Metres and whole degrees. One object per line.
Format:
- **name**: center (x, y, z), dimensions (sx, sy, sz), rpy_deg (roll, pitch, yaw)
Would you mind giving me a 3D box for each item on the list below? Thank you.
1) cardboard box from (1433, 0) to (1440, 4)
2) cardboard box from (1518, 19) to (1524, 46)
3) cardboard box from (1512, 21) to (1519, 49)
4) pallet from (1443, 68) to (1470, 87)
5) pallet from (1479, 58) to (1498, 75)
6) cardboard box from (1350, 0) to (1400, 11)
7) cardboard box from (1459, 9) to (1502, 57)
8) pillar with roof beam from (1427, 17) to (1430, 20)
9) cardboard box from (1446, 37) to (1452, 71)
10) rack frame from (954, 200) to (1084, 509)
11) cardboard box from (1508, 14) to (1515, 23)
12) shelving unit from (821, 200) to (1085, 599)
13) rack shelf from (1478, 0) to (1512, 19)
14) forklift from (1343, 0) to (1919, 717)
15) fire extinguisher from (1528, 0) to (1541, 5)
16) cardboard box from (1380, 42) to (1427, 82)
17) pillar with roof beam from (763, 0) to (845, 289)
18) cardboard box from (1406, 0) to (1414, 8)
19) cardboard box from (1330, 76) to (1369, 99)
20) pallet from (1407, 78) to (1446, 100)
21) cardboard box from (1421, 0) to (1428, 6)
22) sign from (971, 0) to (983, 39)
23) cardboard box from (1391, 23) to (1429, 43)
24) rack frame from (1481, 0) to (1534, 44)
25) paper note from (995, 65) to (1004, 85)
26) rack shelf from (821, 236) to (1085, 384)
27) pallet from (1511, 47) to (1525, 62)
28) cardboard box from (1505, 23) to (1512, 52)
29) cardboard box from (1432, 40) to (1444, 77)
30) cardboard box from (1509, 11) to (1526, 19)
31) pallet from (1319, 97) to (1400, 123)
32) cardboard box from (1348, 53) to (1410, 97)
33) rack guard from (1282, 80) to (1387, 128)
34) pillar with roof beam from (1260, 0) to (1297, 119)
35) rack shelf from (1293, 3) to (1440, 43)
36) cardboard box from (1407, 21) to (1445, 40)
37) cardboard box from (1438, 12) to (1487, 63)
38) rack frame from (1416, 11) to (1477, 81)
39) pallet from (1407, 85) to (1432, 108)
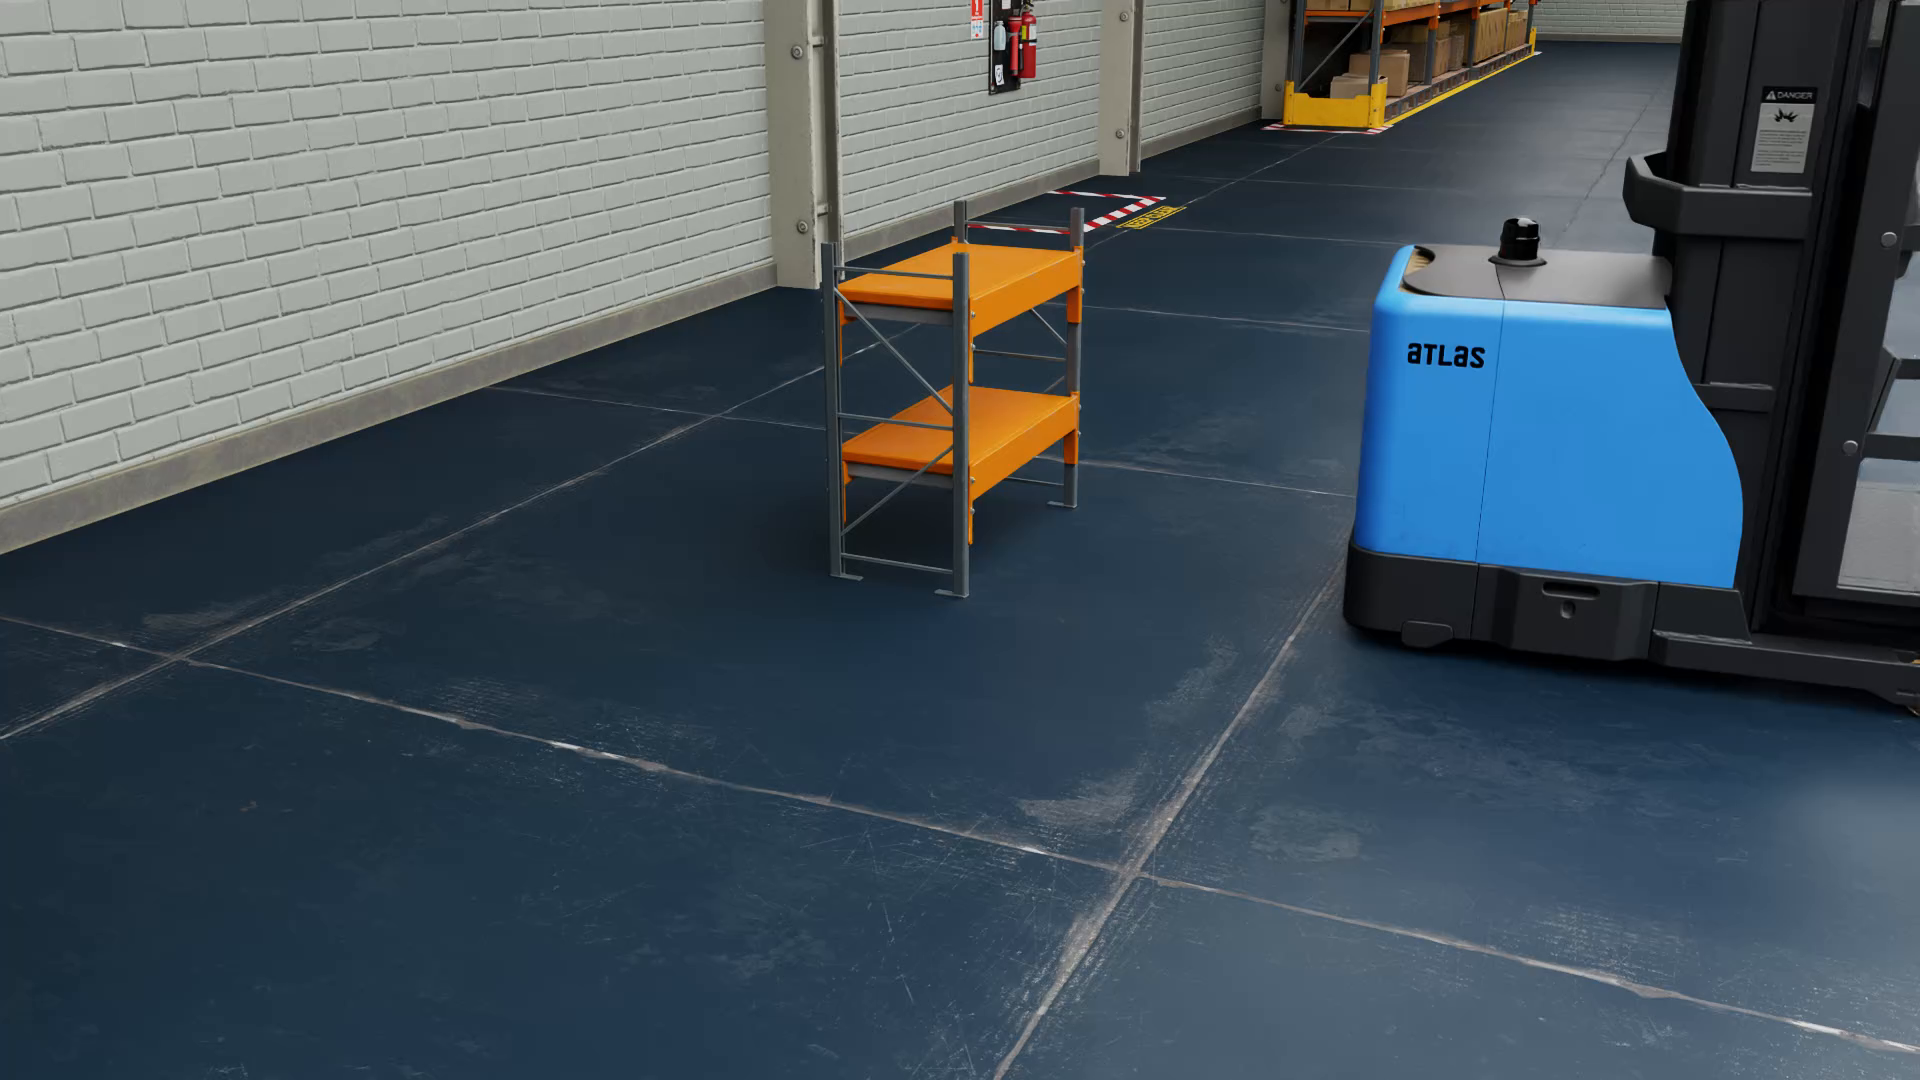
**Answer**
- **cardboard box**: center (6.177, -7.368, 22.403), dimensions (0.500, 0.250, 0.500), rpy_deg (9, 21, 23)
- **cardboard box**: center (10.608, -9.923, 32.498), dimensions (0.700, 0.500, 0.500), rpy_deg (8, 21, 23)
- **cardboard box**: center (10.191, -9.605, 31.604), dimensions (0.700, 0.500, 0.500), rpy_deg (9, 22, 24)
- **pallet**: center (7.411, -7.285, 26.140), dimensions (1.003, 0.211, 1.213), rpy_deg (9, 21, 23)
- **pallet**: center (8.625, -8.126, 28.504), dimensions (1.003, 0.211, 1.213), rpy_deg (9, 21, 23)
- **cardboard box**: center (4.946, -6.437, 19.786), dimensions (0.500, 0.250, 0.500), rpy_deg (8, 21, 21)
- **cardboard box**: center (8.862, -8.757, 28.697), dimensions (0.750, 0.750, 0.750), rpy_deg (9, 22, 24)
- **pillar with roof beam**: center (12.795, -12.629, 28.051), dimensions (9.100, 9.000, 0.400), rpy_deg (9, 21, 23)
- **cardboard box**: center (7.168, -7.499, 25.652), dimensions (0.700, 0.500, 0.500), rpy_deg (9, 21, 23)
- **rack frame**: center (0.211, -0.687, 6.223), dimensions (0.500, 1.125, 0.032), rpy_deg (9, 21, 23)
- **cardboard box**: center (10.077, -9.681, 30.849), dimensions (0.380, 0.149, 0.250), rpy_deg (9, 22, 25)
- **shelving unit**: center (0.003, -0.532, 5.786), dimensions (0.538, 1.125, 1.048), rpy_deg (9, 21, 23)
- **rack shelf**: center (8.551, -9.110, 28.183), dimensions (1.077, 0.370, 4.000), rpy_deg (9, 21, 23)
- **forklift**: center (2.750, -1.067, 4.594), dimensions (3.031, 2.935, 1.130), rpy_deg (6, 20, 17)
- **fire extinguisher**: center (11.491, -11.054, 33.247), dimensions (0.296, 0.674, 0.183), rpy_deg (9, 21, 23)
- **cardboard box**: center (6.381, -6.872, 23.889), dimensions (0.700, 0.500, 0.500), rpy_deg (9, 22, 25)
- **pillar with roof beam**: center (2.968, -5.293, 7.421), dimensions (9.100, 9.000, 0.400), rpy_deg (9, 21, 23)
- **cardboard box**: center (5.360, -6.752, 20.673), dimensions (0.500, 0.250, 0.500), rpy_deg (8, 21, 22)
- **cardboard box**: center (4.822, -5.532, 20.404), dimensions (0.500, 0.311, 0.500), rpy_deg (6, 20, 17)
- **pallet**: center (6.412, -6.540, 24.042), dimensions (1.003, 0.211, 1.213), rpy_deg (9, 21, 23)
- **cardboard box**: center (5.774, -7.061, 21.539), dimensions (0.500, 0.250, 0.500), rpy_deg (8, 21, 22)
- **sign**: center (0.130, -4.003, 12.694), dimensions (0.001, 0.329, 0.234), rpy_deg (9, 21, 23)
- **cardboard box**: center (6.558, -7.360, 24.144), dimensions (0.500, 0.250, 0.500), rpy_deg (8, 21, 22)
- **rack frame**: center (11.008, -11.284, 33.220), dimensions (1.000, 3.000, 0.127), rpy_deg (9, 21, 23)
- **paper note**: center (0.315, -3.681, 13.157), dimensions (0.016, 0.148, 0.142), rpy_deg (9, 21, 23)
- **rack shelf**: center (0.003, -0.808, 5.688), dimensions (0.538, 0.278, 1.000), rpy_deg (9, 21, 23)
- **pallet**: center (10.251, -9.343, 31.925), dimensions (1.003, 0.211, 1.213), rpy_deg (9, 21, 23)
- **cardboard box**: center (9.770, -9.295, 30.733), dimensions (0.700, 0.500, 0.500), rpy_deg (9, 21, 23)
- **cardboard box**: center (6.792, -7.187, 24.776), dimensions (0.700, 0.500, 0.500), rpy_deg (9, 21, 23)
- **cardboard box**: center (10.823, -10.239, 32.419), dimensions (0.380, 0.149, 0.250), rpy_deg (9, 22, 24)
- **pallet**: center (4.853, -5.345, 20.684), dimensions (1.003, 0.211, 1.213), rpy_deg (9, 21, 23)
- **cardboard box**: center (5.401, -6.013, 21.473), dimensions (0.700, 0.500, 0.500), rpy_deg (7, 21, 19)
- **rack guard**: center (4.488, -5.238, 19.951), dimensions (1.175, 0.500, 0.348), rpy_deg (9, 21, 23)
- **pillar with roof beam**: center (7.882, -8.961, 17.736), dimensions (9.100, 9.000, 0.400), rpy_deg (9, 21, 23)
- **rack shelf**: center (5.276, -6.665, 21.307), dimensions (1.077, 0.370, 4.000), rpy_deg (9, 21, 23)
- **cardboard box**: center (6.989, -7.670, 25.014), dimensions (0.500, 0.250, 0.500), rpy_deg (8, 21, 22)
- **cardboard box**: center (8.153, -8.230, 27.215), dimensions (0.750, 0.750, 0.750), rpy_deg (8, 21, 22)
- **rack frame**: center (7.732, -8.838, 26.343), dimensions (1.000, 3.000, 0.127), rpy_deg (9, 21, 23)
- **pallet**: center (5.852, -6.091, 22.781), dimensions (1.003, 0.211, 1.213), rpy_deg (9, 21, 23)
